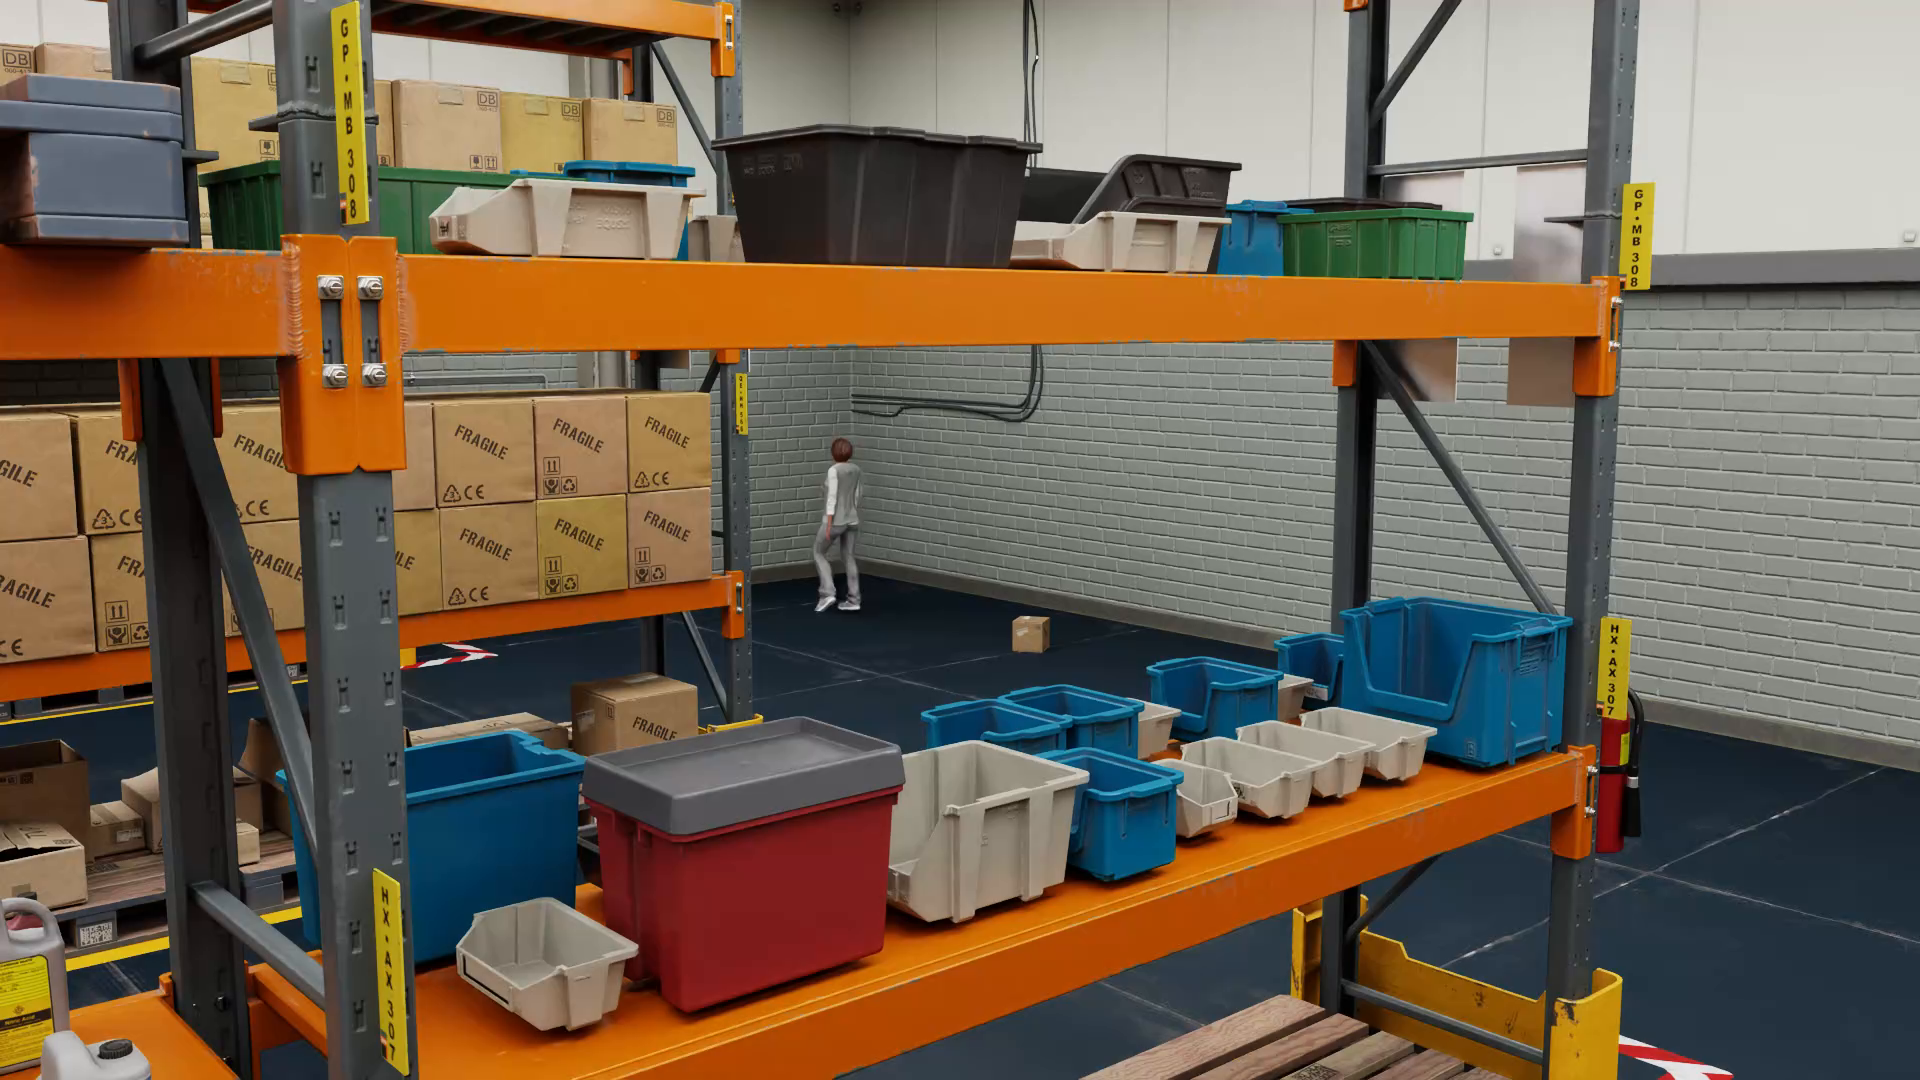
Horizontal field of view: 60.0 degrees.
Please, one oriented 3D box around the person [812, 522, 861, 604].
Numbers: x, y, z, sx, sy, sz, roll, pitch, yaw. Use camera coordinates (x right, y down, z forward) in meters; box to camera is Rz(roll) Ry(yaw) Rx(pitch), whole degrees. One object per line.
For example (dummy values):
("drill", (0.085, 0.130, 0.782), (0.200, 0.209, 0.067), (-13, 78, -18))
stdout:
("person", (-1.100, 0.216, 15.267), (0.490, 0.700, 0.350), (7, 11, 44))
